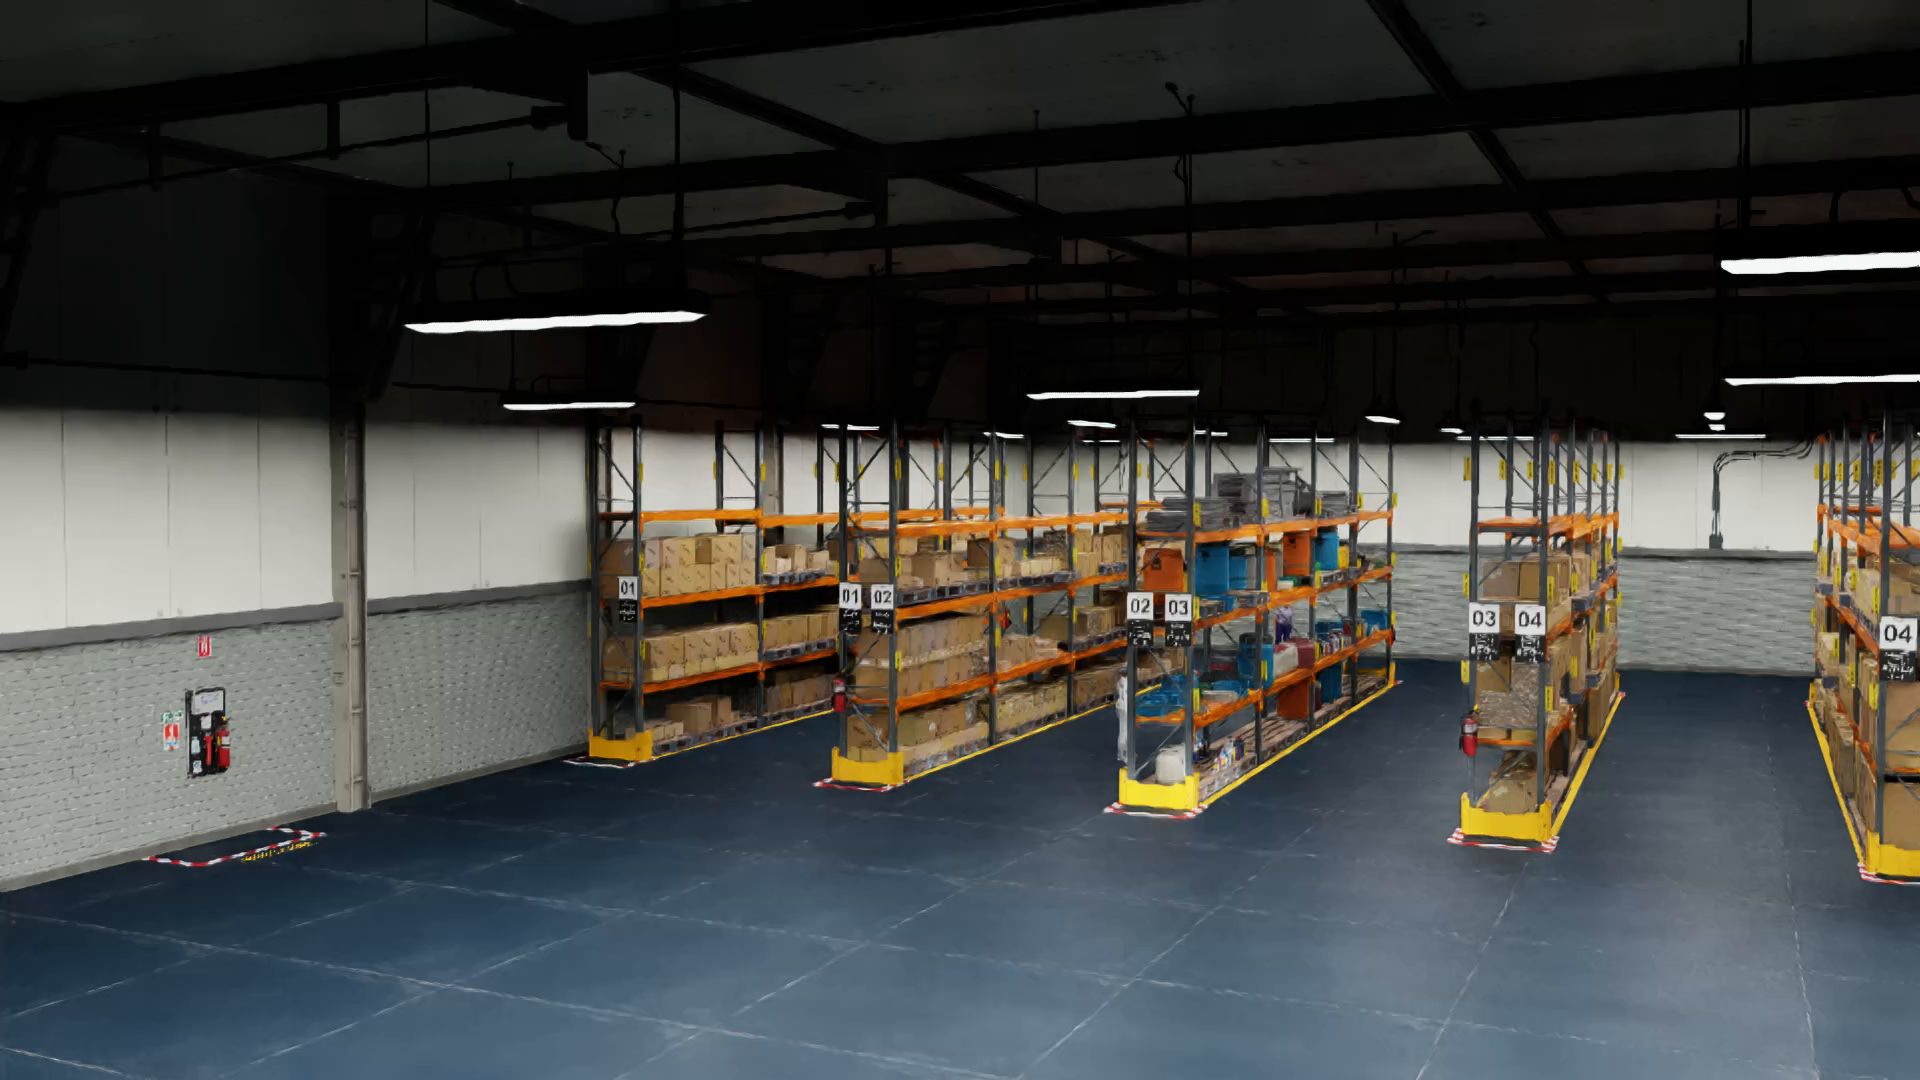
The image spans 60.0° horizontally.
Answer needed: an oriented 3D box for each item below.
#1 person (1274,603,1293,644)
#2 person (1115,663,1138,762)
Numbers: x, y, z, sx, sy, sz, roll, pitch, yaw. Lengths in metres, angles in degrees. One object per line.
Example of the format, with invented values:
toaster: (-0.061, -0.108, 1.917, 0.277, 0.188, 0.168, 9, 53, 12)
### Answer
person: (8.607, 2.362, 44.465, 0.550, 1.638, 0.537, -1, 2, -12)
person: (2.890, 2.970, 28.740, 0.416, 1.677, 0.537, 0, 2, -6)
